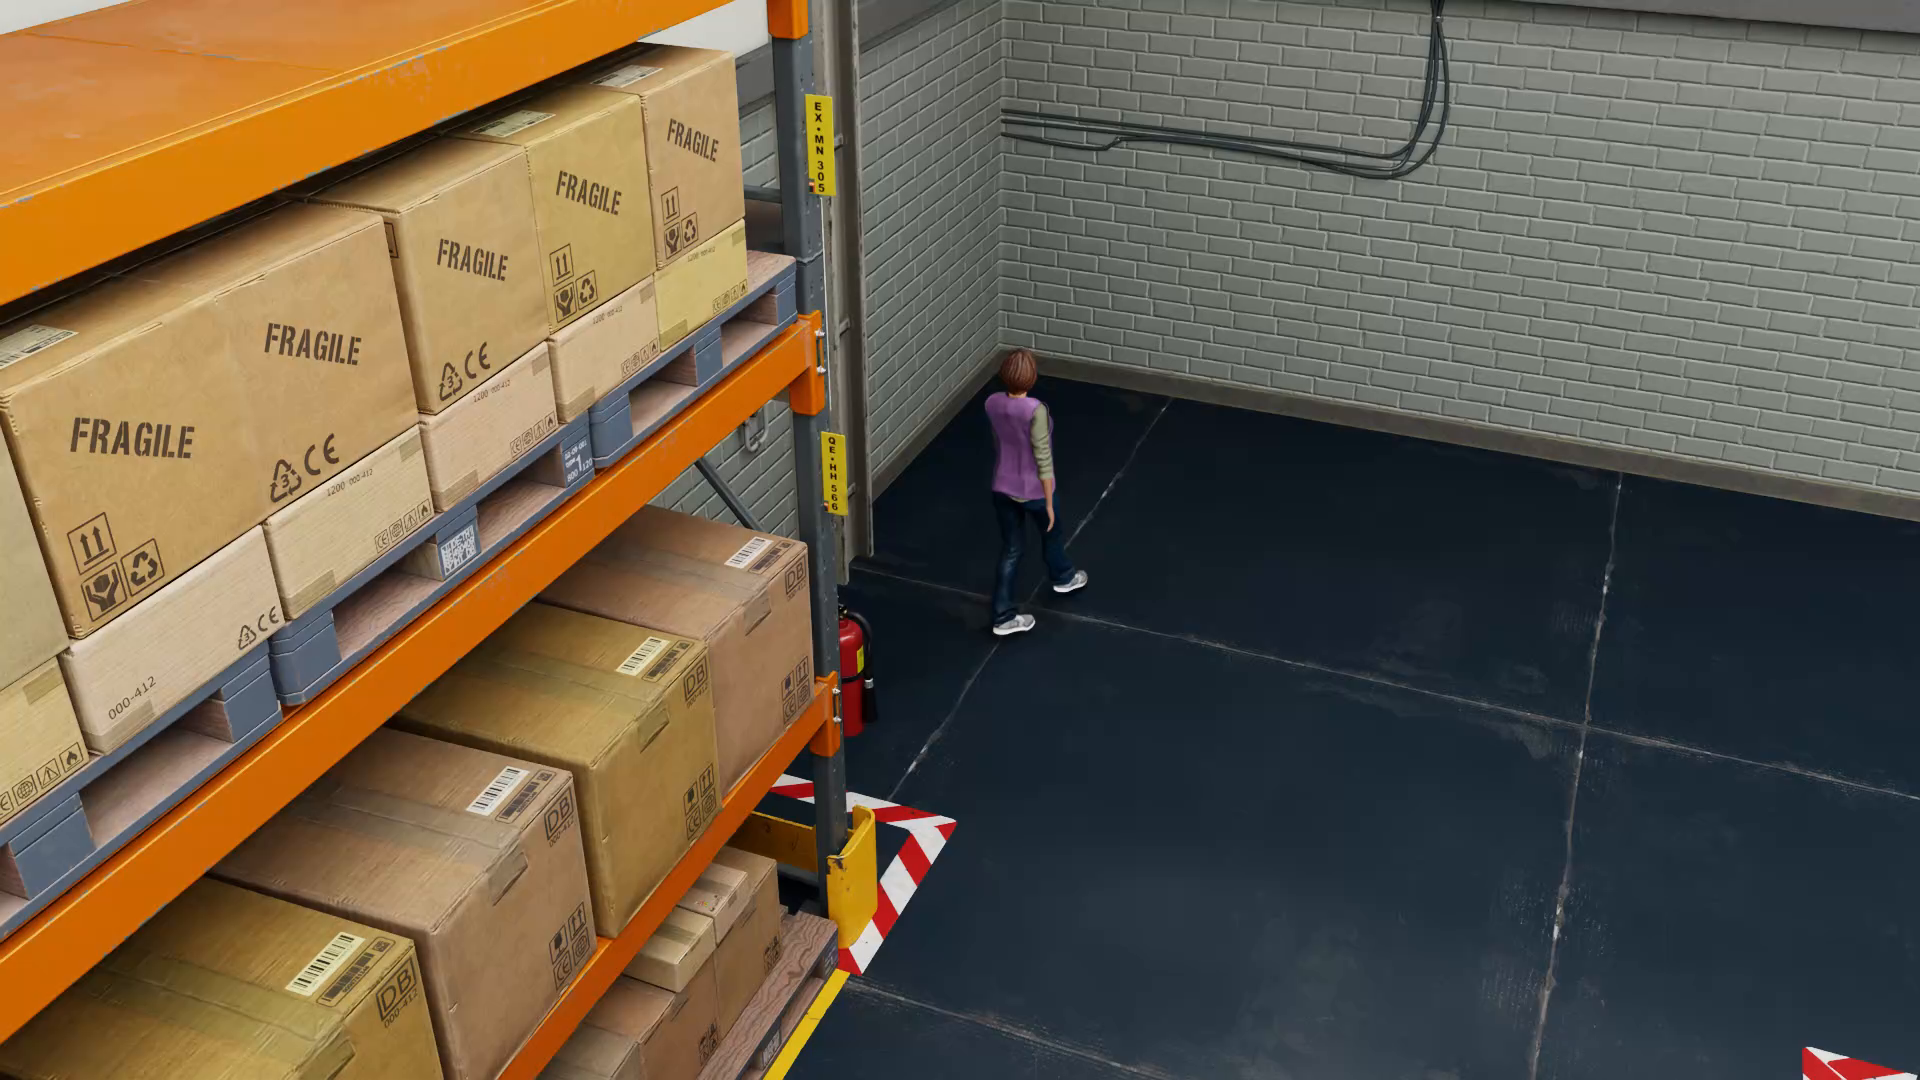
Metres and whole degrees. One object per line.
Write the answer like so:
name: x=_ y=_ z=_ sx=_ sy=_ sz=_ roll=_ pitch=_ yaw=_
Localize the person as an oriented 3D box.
person: x=0.407 y=-0.302 z=8.897 sx=0.487 sy=1.554 sz=0.834 roll=18 pitch=35 yaw=28
